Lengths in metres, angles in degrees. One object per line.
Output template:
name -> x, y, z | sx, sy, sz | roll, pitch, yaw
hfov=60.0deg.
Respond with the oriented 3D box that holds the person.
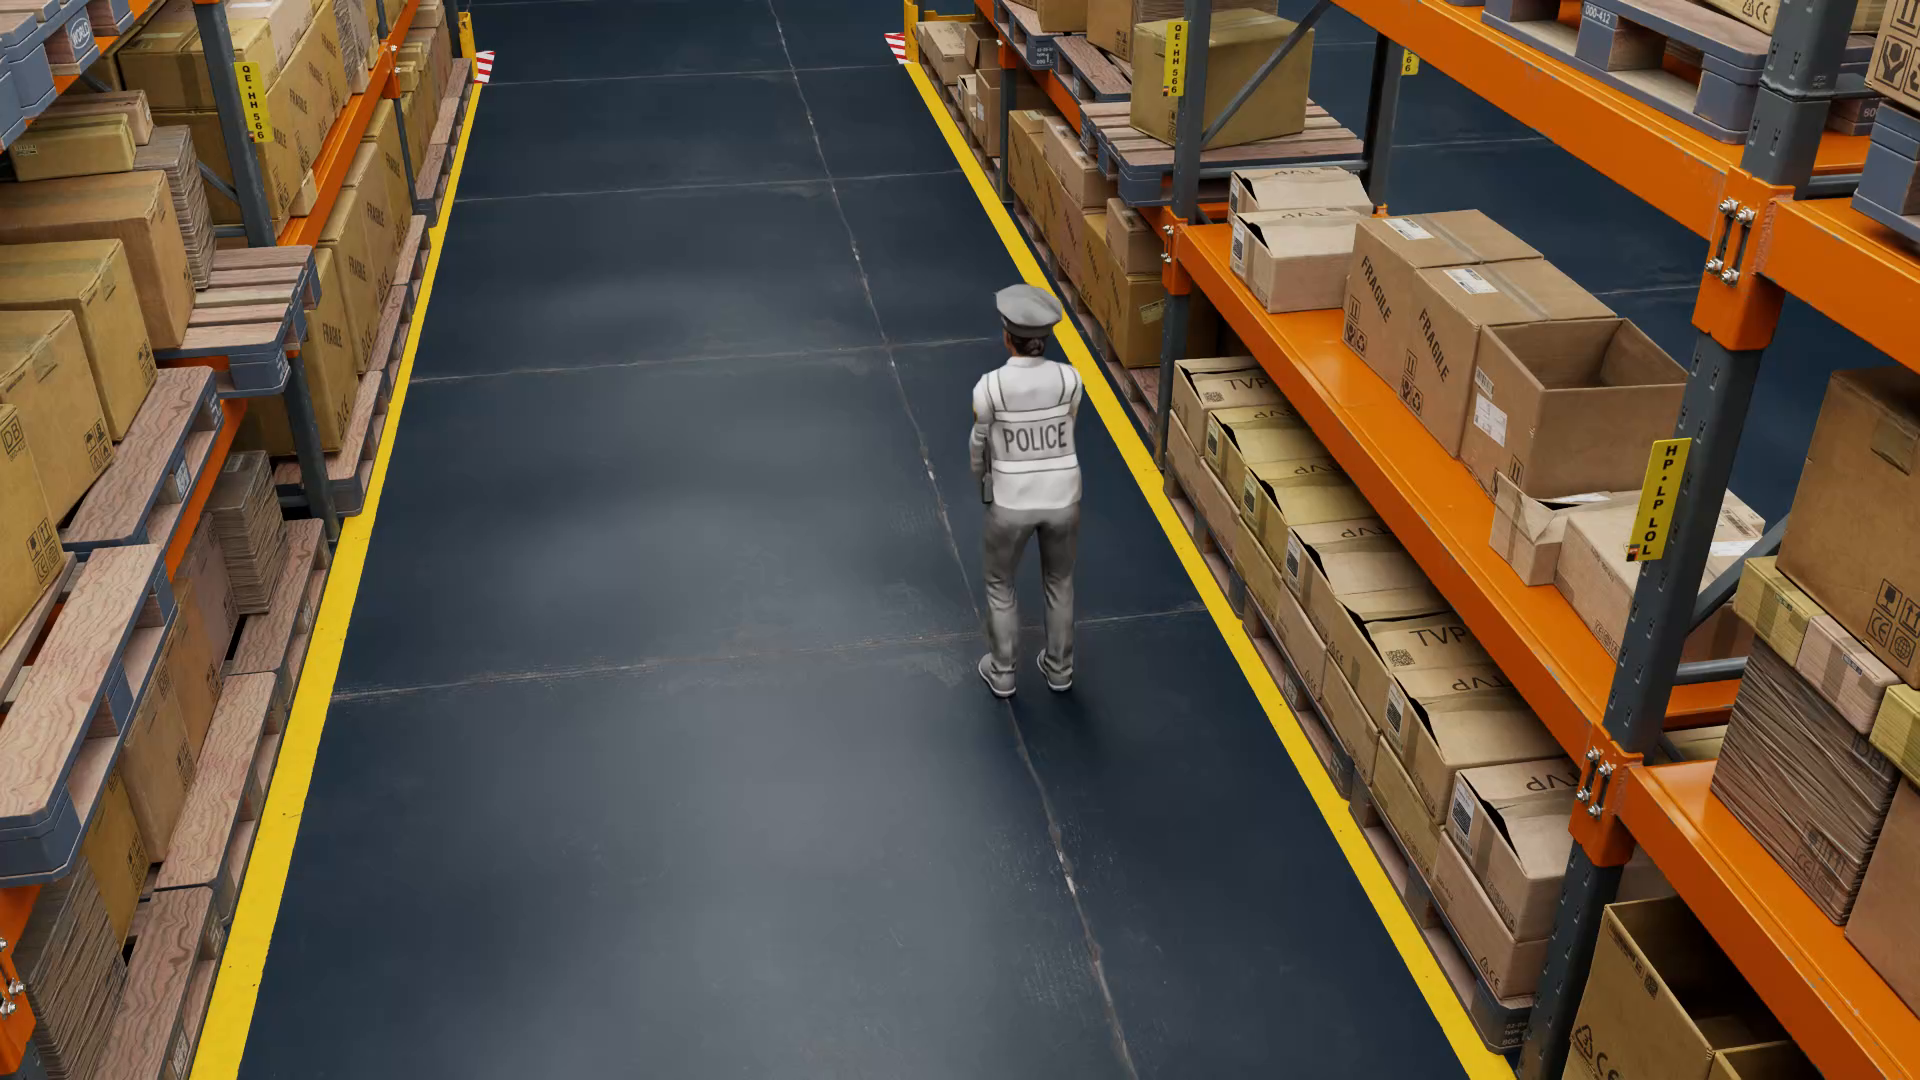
person -> 0.245, -0.175, 6.445 | 0.416, 1.651, 0.544 | -6, 31, -10
